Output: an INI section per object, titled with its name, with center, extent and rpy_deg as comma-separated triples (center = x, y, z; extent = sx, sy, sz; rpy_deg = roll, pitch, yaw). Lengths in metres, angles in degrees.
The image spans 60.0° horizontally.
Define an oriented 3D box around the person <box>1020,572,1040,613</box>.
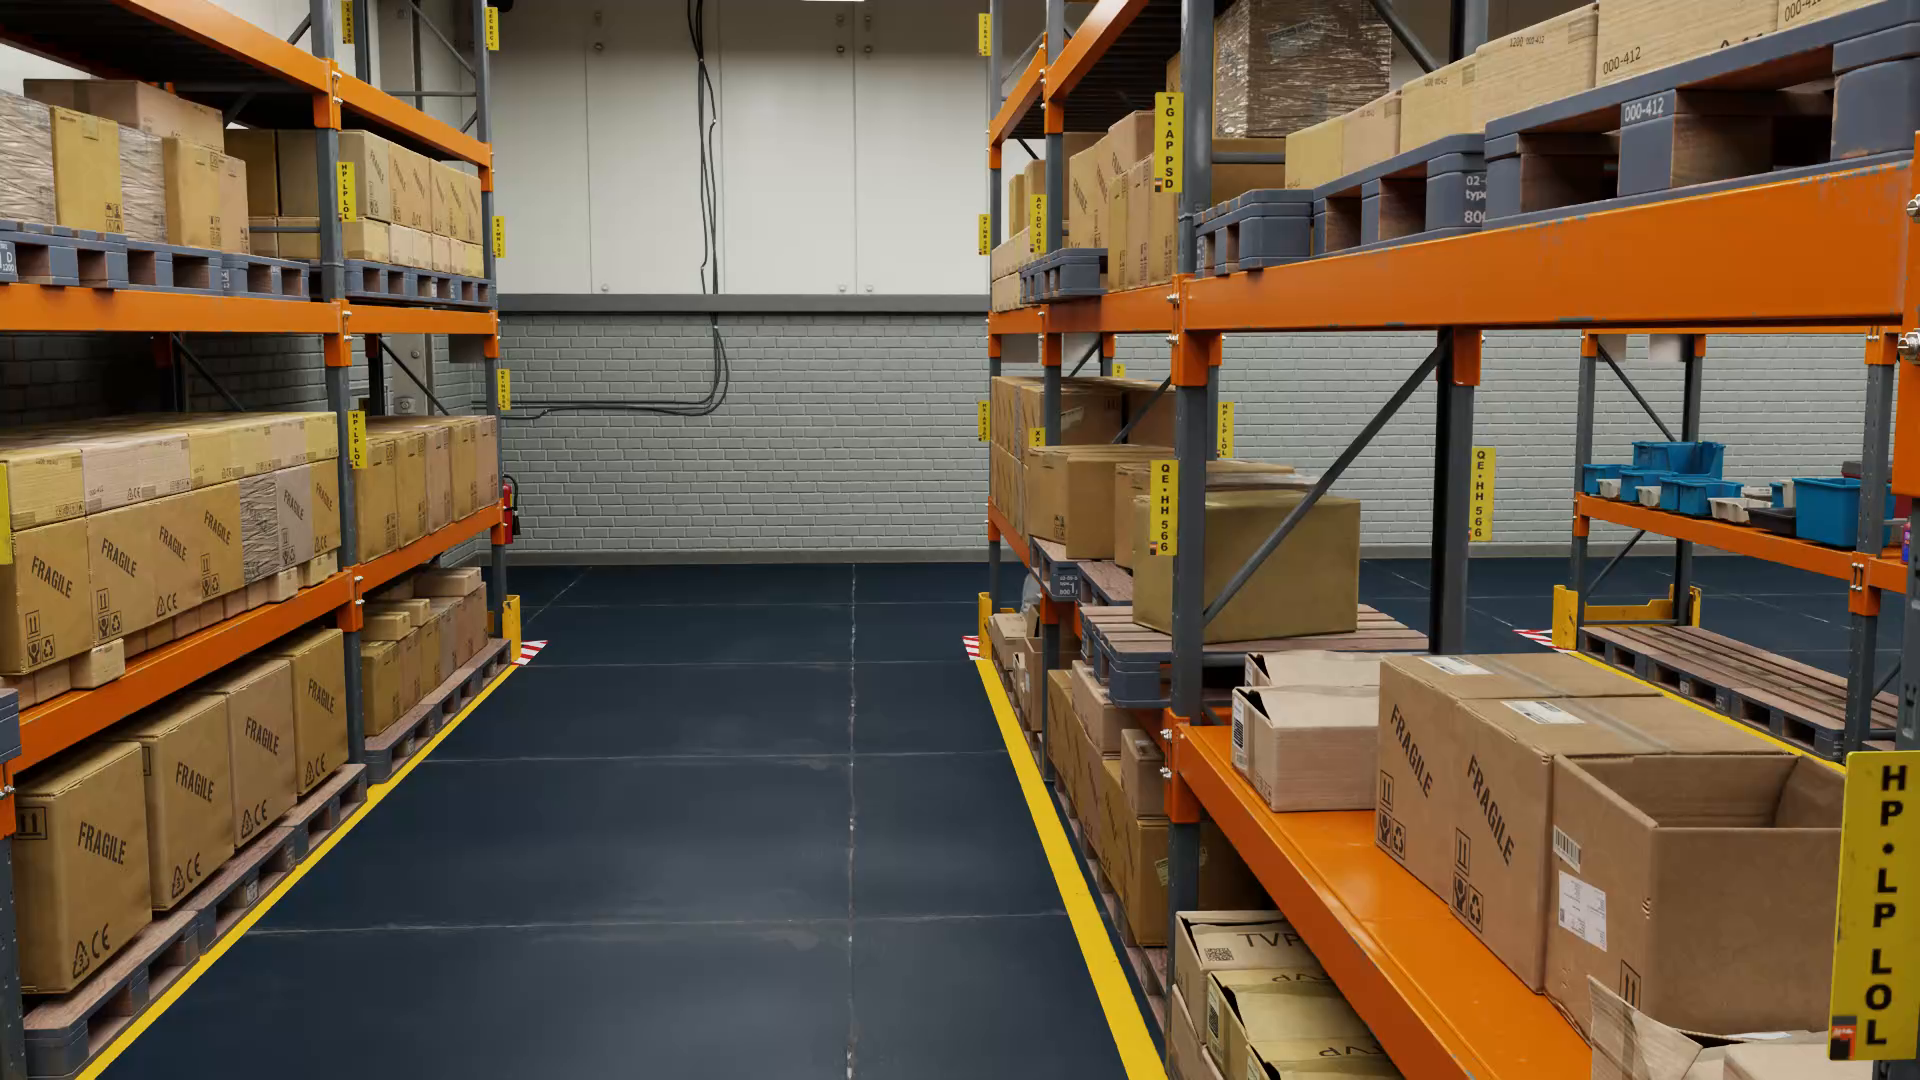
[person]
center = 0.845, -0.020, 15.566
extent = 0.706, 1.515, 0.414
rpy_deg = -1, 7, -5
